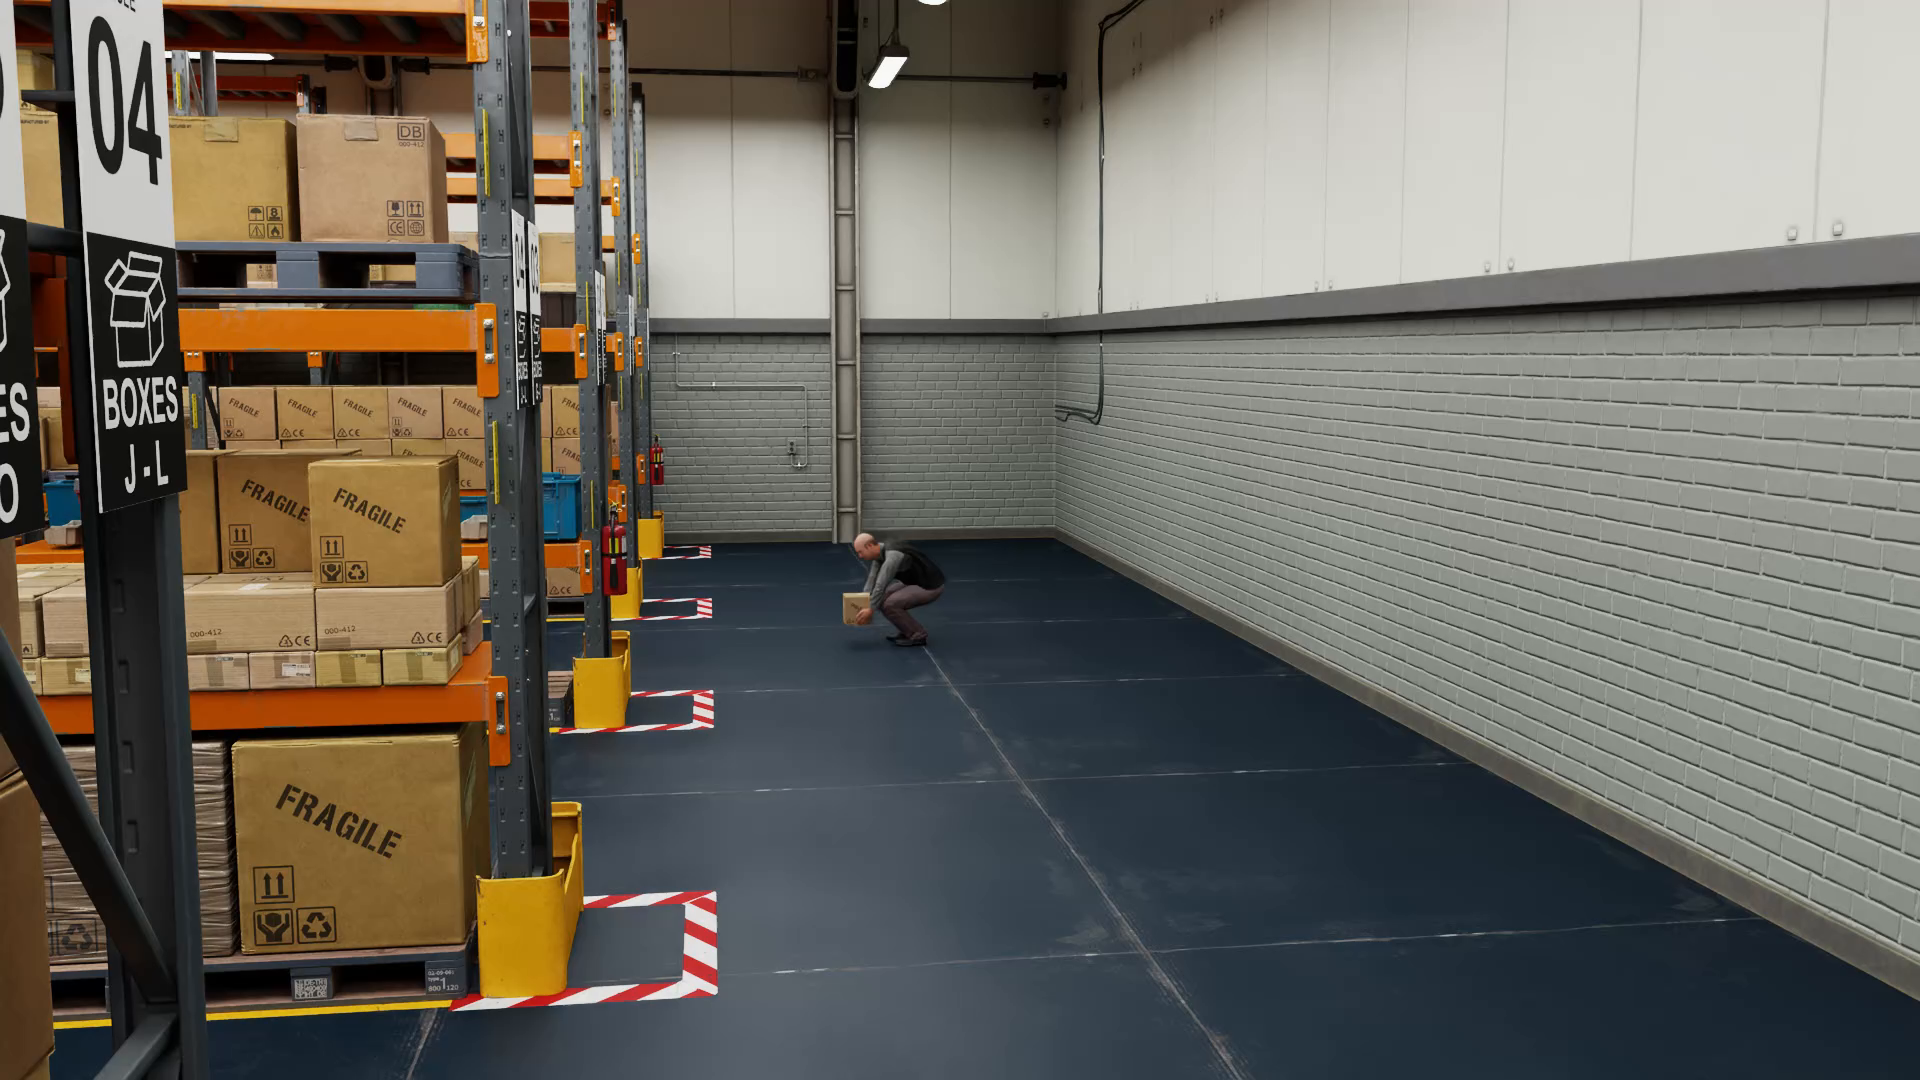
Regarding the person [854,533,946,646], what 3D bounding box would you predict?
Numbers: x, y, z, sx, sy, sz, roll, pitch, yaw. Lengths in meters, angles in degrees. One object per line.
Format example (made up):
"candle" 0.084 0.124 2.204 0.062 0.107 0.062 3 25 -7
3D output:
"person" -0.557 0.438 15.072 0.855 1.025 0.543 -1 7 -9
